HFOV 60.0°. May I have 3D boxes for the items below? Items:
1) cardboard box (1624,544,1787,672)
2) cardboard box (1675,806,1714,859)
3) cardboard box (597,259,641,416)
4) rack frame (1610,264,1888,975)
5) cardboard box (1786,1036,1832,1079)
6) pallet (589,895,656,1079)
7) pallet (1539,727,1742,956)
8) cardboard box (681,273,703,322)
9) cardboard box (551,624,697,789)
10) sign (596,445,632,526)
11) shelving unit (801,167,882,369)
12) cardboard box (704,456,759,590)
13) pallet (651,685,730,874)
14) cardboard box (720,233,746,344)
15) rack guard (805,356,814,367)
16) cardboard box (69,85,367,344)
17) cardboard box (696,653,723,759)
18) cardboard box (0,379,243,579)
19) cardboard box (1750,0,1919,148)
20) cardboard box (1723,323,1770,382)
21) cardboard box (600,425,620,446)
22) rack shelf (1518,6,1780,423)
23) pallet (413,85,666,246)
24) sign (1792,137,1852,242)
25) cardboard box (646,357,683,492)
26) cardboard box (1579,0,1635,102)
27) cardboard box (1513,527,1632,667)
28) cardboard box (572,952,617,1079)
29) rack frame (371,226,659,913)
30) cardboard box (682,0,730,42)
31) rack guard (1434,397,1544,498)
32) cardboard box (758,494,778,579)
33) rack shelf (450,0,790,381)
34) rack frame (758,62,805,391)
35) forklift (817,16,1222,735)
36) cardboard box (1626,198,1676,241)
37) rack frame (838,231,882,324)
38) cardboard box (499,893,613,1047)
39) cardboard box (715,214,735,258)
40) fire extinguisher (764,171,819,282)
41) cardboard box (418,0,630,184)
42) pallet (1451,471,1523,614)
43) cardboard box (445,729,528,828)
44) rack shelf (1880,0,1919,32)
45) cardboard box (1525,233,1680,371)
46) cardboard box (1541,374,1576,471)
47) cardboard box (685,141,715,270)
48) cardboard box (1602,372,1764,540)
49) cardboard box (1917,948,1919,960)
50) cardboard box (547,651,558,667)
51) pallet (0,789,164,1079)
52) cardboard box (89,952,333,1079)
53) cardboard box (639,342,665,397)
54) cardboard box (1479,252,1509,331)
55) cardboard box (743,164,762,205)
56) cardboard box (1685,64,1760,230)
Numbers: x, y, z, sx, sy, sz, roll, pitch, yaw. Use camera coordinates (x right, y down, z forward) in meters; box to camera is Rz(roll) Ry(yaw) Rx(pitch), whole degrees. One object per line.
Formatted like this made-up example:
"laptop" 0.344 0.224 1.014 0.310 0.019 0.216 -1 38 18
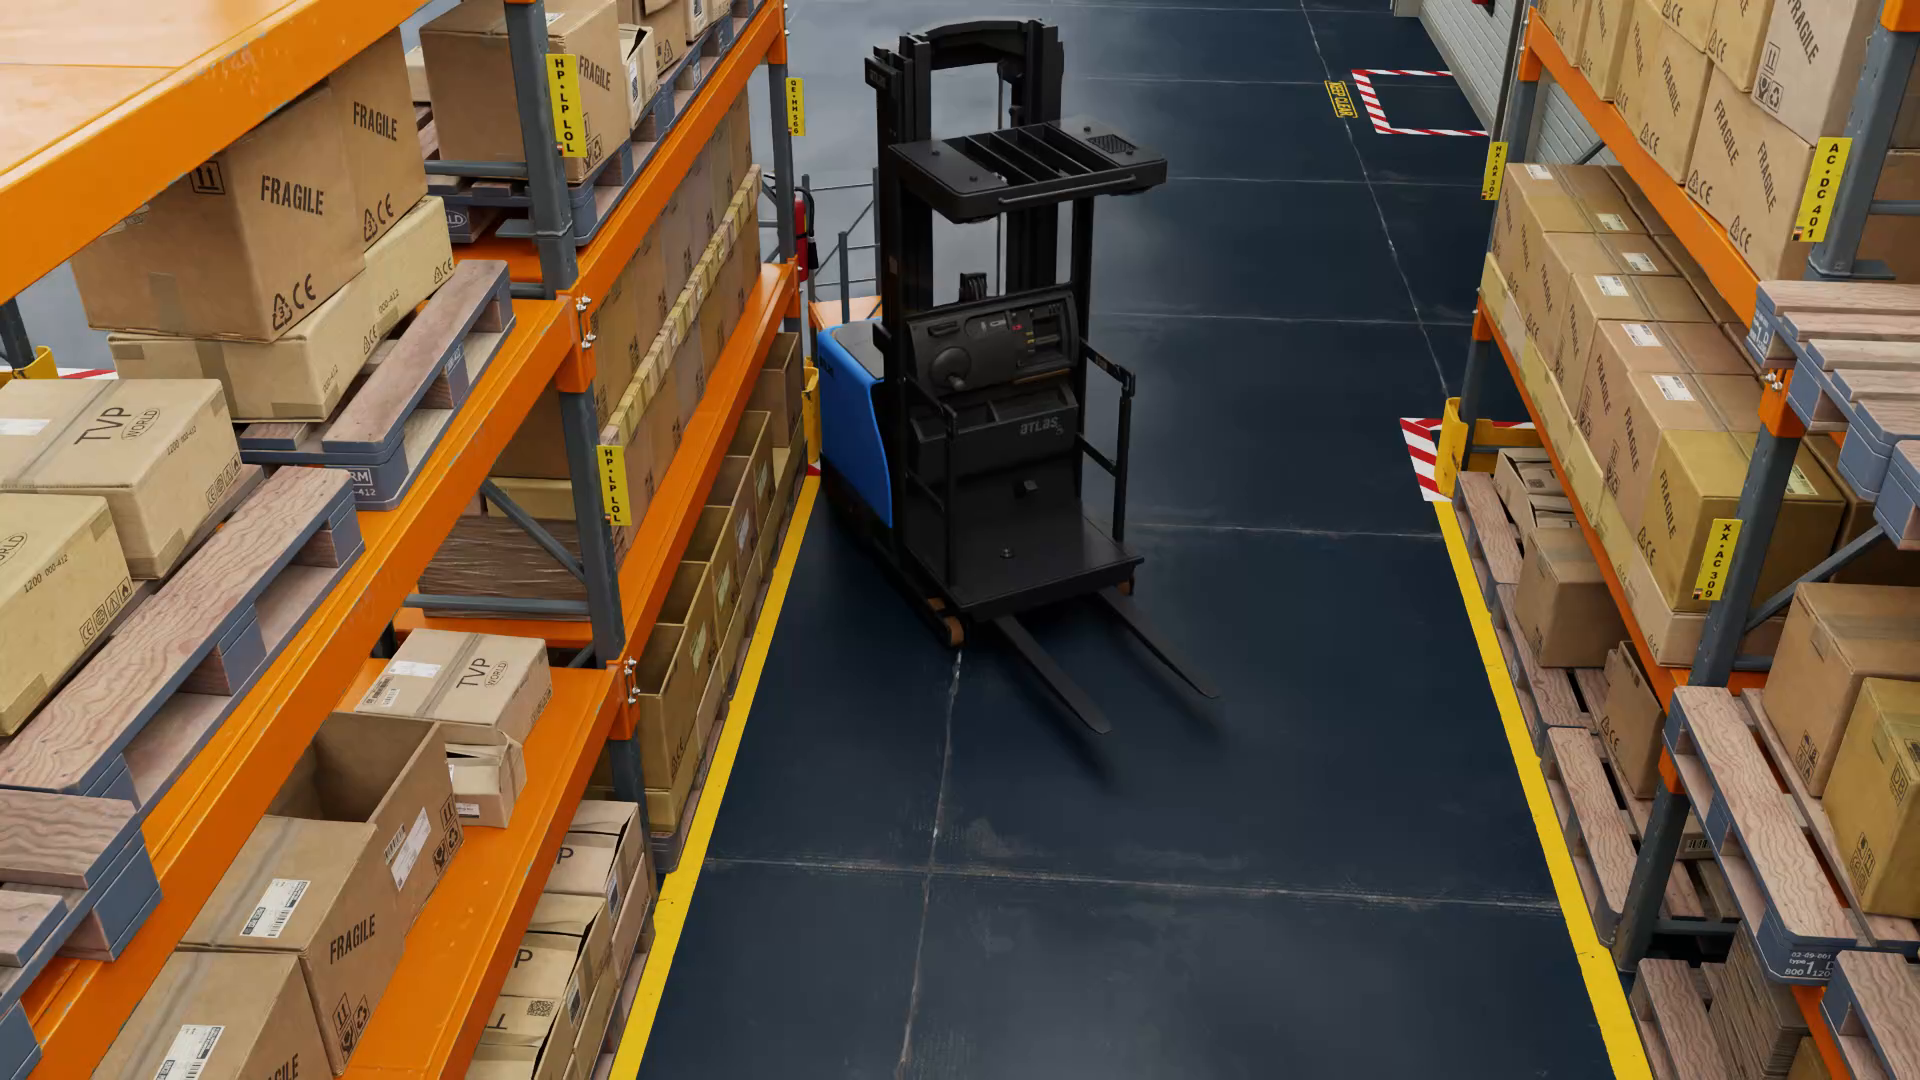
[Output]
"cardboard box" 2.891 0.252 6.386 0.500 0.250 0.500 3 32 4
"cardboard box" 3.168 1.195 7.013 0.380 0.166 0.250 -2 32 -2
"cardboard box" -1.713 -0.843 6.708 0.700 0.500 0.500 2 32 4
"rack frame" 3.155 0.458 5.929 1.000 3.000 0.127 2 32 4
"cardboard box" 3.119 1.992 5.401 0.700 0.500 0.500 2 32 3
"pallet" -1.804 1.822 6.373 1.003 0.211 1.213 2 32 4
"pallet" 3.174 1.292 7.233 1.003 0.211 1.213 2 32 4
"cardboard box" -1.423 -1.143 7.813 0.380 0.149 0.250 2 32 3
"cardboard box" -1.433 0.691 7.055 0.500 0.500 0.500 2 32 4
"sign" -1.241 -0.193 5.957 0.100 0.325 0.005 2 32 4
"shelving unit" -0.597 -1.412 10.391 0.587 1.500 1.083 -9 33 -14
"cardboard box" -1.313 -0.093 8.328 0.500 0.500 0.500 2 32 4
"pallet" -1.677 1.021 7.672 1.003 0.211 1.213 2 32 4
"cardboard box" -1.546 -1.368 8.795 0.700 0.500 0.500 3 32 5
"rack guard" -0.740 -1.130 11.126 0.587 0.250 0.087 -9 33 -14
"cardboard box" -1.896 -0.844 4.209 0.500 0.500 0.500 5 32 9
"cardboard box" -1.397 0.749 7.676 0.500 0.250 0.500 2 32 4
"cardboard box" -2.000 -0.147 3.793 0.500 0.250 0.500 0 32 0
"cardboard box" 2.925 -1.570 5.292 0.500 0.500 0.500 0 32 0
"cardboard box" 3.493 -0.574 7.011 0.500 0.500 0.500 3 32 5
"cardboard box" -1.548 -0.334 6.500 0.380 0.149 0.250 3 32 5
"rack shelf" 3.317 -1.559 7.027 1.077 0.370 4.000 2 32 4
"pallet" -1.739 -1.438 6.231 1.003 0.211 1.213 2 32 4
"sign" 2.613 -1.059 5.037 0.100 0.325 0.005 2 32 4
"cardboard box" -1.672 -0.565 7.493 0.700 0.500 0.500 3 32 5
"cardboard box" 3.086 -2.247 7.344 0.500 0.500 0.500 4 32 6
"cardboard box" 3.178 0.280 8.179 0.700 0.500 0.500 1 32 1
"cardboard box" -1.571 1.733 6.079 0.500 0.250 0.500 2 32 3
"rack frame" -1.783 0.248 6.269 1.000 3.000 0.127 2 32 4
"cardboard box" -1.334 -2.417 7.285 0.500 0.311 0.500 6 32 10
"rack guard" 3.474 -0.530 9.914 1.175 0.500 0.348 2 32 4
"cardboard box" -1.274 -0.035 8.949 0.500 0.250 0.500 2 32 4
"rack shelf" -1.620 -1.769 7.368 1.077 0.370 4.000 2 32 4
"rack frame" -1.457 -1.844 9.663 1.000 3.000 0.127 2 32 4
"forklift" 0.277 -0.954 8.284 1.130 2.935 3.031 -15 35 -22
"cardboard box" 3.603 -1.380 8.319 0.500 0.500 0.500 3 32 5
"rack frame" -0.455 -1.161 9.984 0.500 1.500 0.032 -9 33 -14
"cardboard box" -1.566 1.497 5.928 0.500 0.311 0.500 3 32 5
"cardboard box" -1.362 -1.552 8.477 0.380 0.149 0.250 3 32 5
"fire extinguisher" -0.985 -1.853 9.751 0.296 0.674 0.183 2 32 4
"cardboard box" -1.479 -1.562 5.718 0.500 0.500 0.500 5 32 8
"pallet" 3.373 0.016 9.303 1.003 0.211 1.213 2 32 4
"cardboard box" -1.672 0.773 5.545 0.396 0.266 0.258 2 32 3
"rack shelf" 2.992 -0.574 2.951 1.077 0.370 4.000 2 32 4
"cardboard box" 3.043 -1.133 7.919 0.500 0.500 0.500 1 32 2
"cardboard box" 3.005 -0.535 7.663 0.500 0.250 0.500 3 32 4
"cardboard box" -1.590 -1.628 7.982 0.700 0.500 0.500 3 32 4
"cardboard box" 2.920 -0.328 6.612 0.500 0.500 0.500 2 32 4
"cardboard box" 3.004 1.130 4.323 0.700 0.500 0.500 7 32 11
"cardboard box" -1.911 0.408 7.515 0.500 0.500 0.500 2 32 4
"pallet" -2.143 0.784 2.719 1.213 0.211 1.003 4 32 6
"cardboard box" -1.988 1.419 4.273 0.500 0.500 0.500 1 32 1
"cardboard box" -1.486 -0.737 7.154 0.380 0.149 0.250 1 32 2
"cardboard box" 3.124 -1.337 8.965 0.500 0.250 0.500 2 32 3
"cardboard box" -1.299 -1.954 9.129 0.380 0.149 0.250 2 32 3
"cardboard box" 3.003 -1.409 5.984 0.500 0.500 0.500 0 32 0
